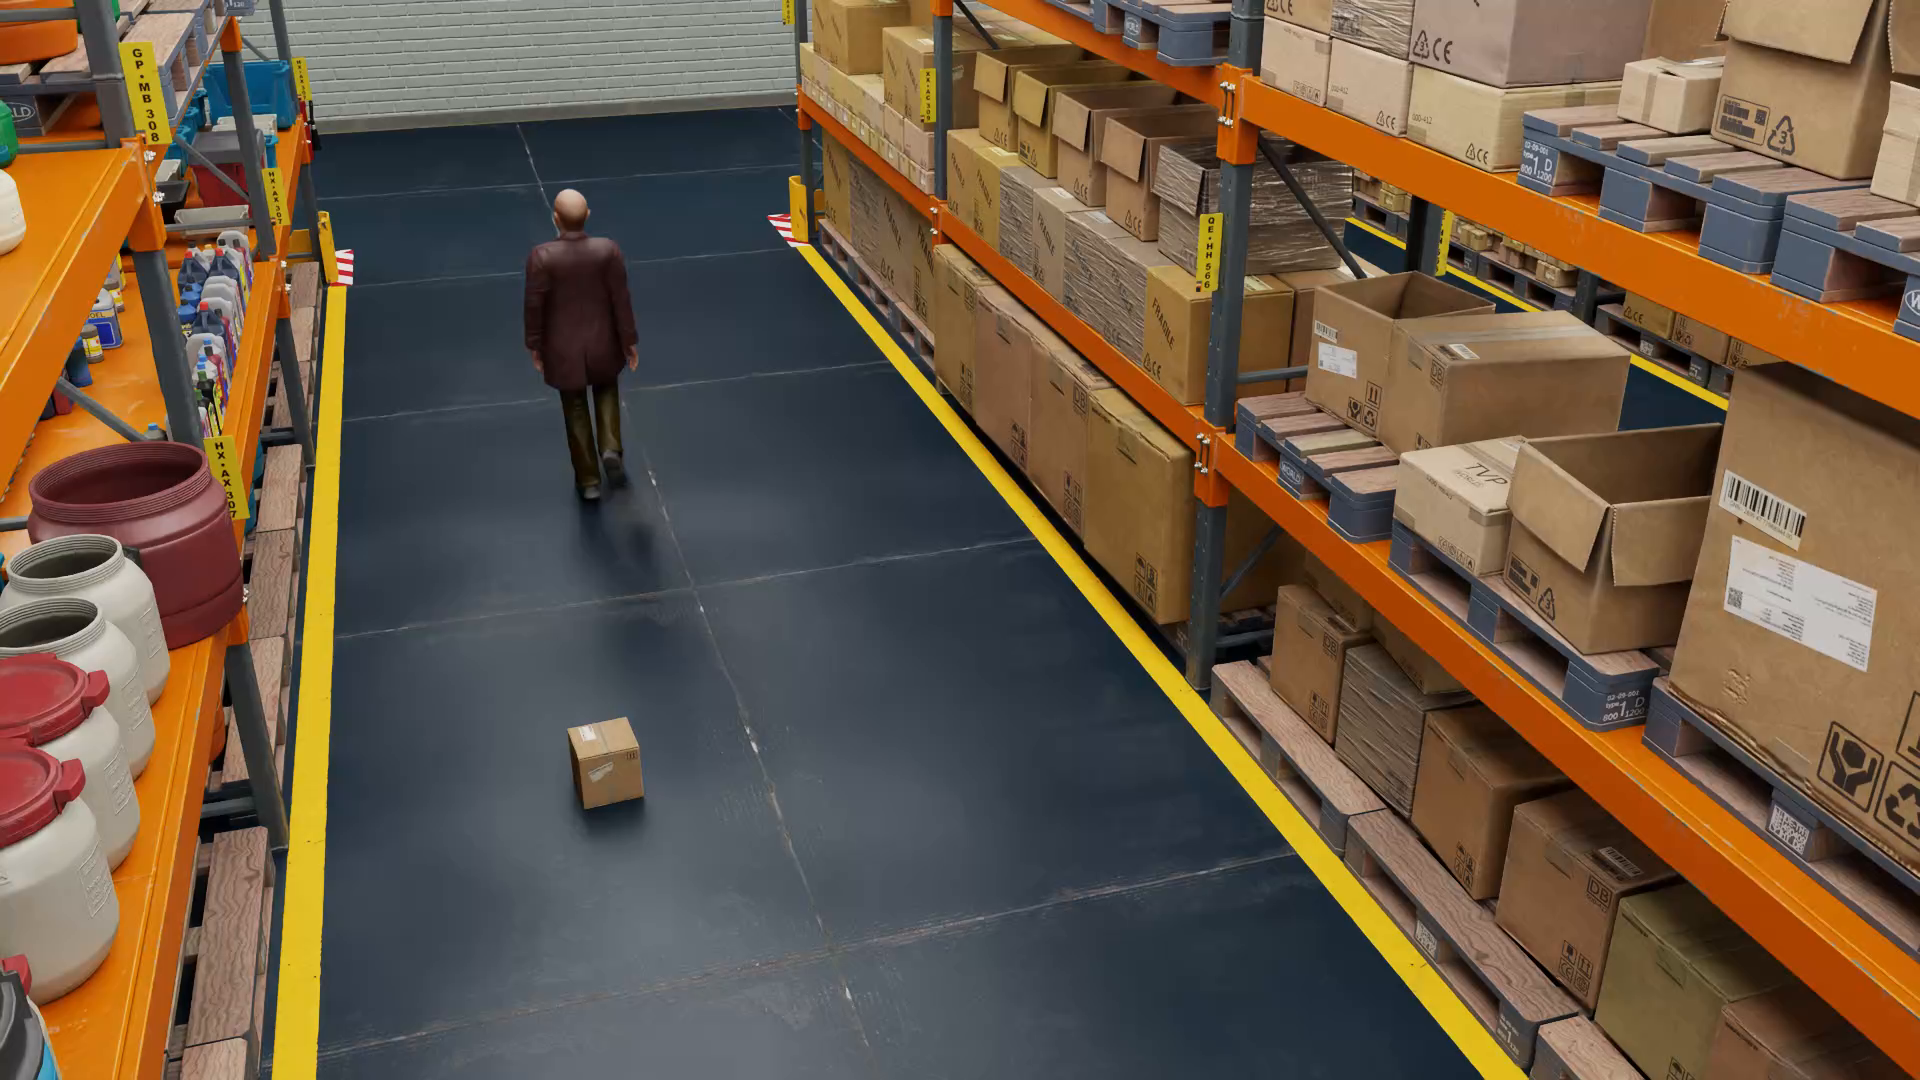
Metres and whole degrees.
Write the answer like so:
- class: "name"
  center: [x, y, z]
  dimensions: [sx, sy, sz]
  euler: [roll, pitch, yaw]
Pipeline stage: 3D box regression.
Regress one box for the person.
- class: "person"
  center: [-2.141, -1.109, 9.375]
  dimensions: [0.610, 1.796, 0.480]
  euler: [-10, 28, -20]
